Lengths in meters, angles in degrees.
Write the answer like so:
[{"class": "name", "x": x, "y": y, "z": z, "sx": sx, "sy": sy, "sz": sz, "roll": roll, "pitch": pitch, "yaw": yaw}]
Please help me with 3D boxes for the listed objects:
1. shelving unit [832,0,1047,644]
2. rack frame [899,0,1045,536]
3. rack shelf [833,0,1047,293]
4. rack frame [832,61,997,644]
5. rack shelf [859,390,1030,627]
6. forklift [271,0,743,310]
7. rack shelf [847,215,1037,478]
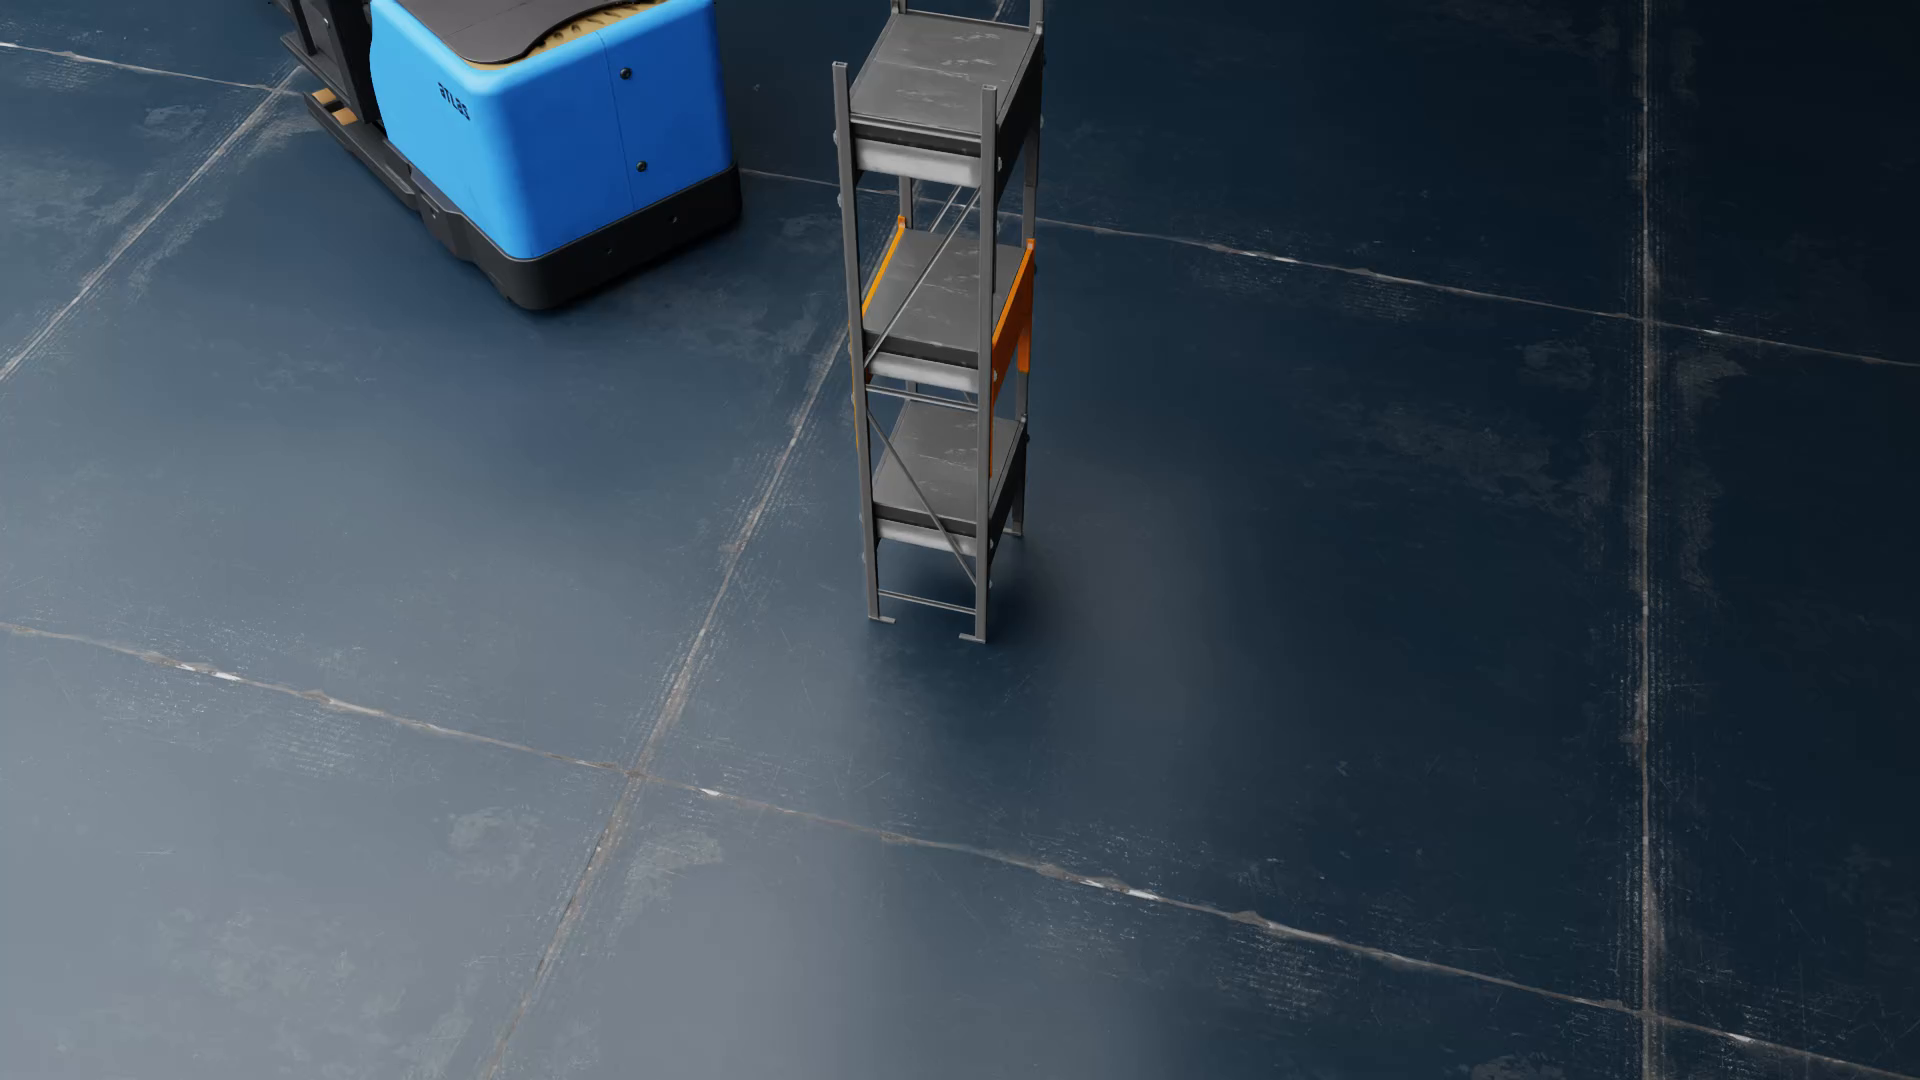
[{"class": "shelving unit", "x": -0.044, "y": -0.575, "z": 4.857, "sx": 0.431, "sy": 2.100, "sz": 0.503, "roll": 12, "pitch": 50, "yaw": 10}, {"class": "rack frame", "x": 0.021, "y": -0.752, "z": 5.013, "sx": 0.400, "sy": 2.100, "sz": 0.015, "roll": 12, "pitch": 50, "yaw": 10}, {"class": "rack shelf", "x": -0.044, "y": -1.029, "z": 4.342, "sx": 0.431, "sy": 0.518, "sz": 0.480, "roll": 12, "pitch": 50, "yaw": 10}, {"class": "rack frame", "x": -0.108, "y": -0.399, "z": 4.701, "sx": 0.400, "sy": 2.100, "sz": 0.015, "roll": 12, "pitch": 50, "yaw": 10}, {"class": "rack shelf", "x": -0.044, "y": -0.103, "z": 5.392, "sx": 0.431, "sy": 0.518, "sz": 0.480, "roll": 12, "pitch": 50, "yaw": 10}, {"class": "forklift", "x": -2.228, "y": -2.901, "z": 6.356, "sx": 1.130, "sy": 2.935, "sz": 3.031, "roll": -32, "pitch": 56, "yaw": -25}, {"class": "rack shelf", "x": -0.044, "y": -0.566, "z": 4.867, "sx": 0.431, "sy": 0.518, "sz": 0.480, "roll": 12, "pitch": 50, "yaw": 10}]
